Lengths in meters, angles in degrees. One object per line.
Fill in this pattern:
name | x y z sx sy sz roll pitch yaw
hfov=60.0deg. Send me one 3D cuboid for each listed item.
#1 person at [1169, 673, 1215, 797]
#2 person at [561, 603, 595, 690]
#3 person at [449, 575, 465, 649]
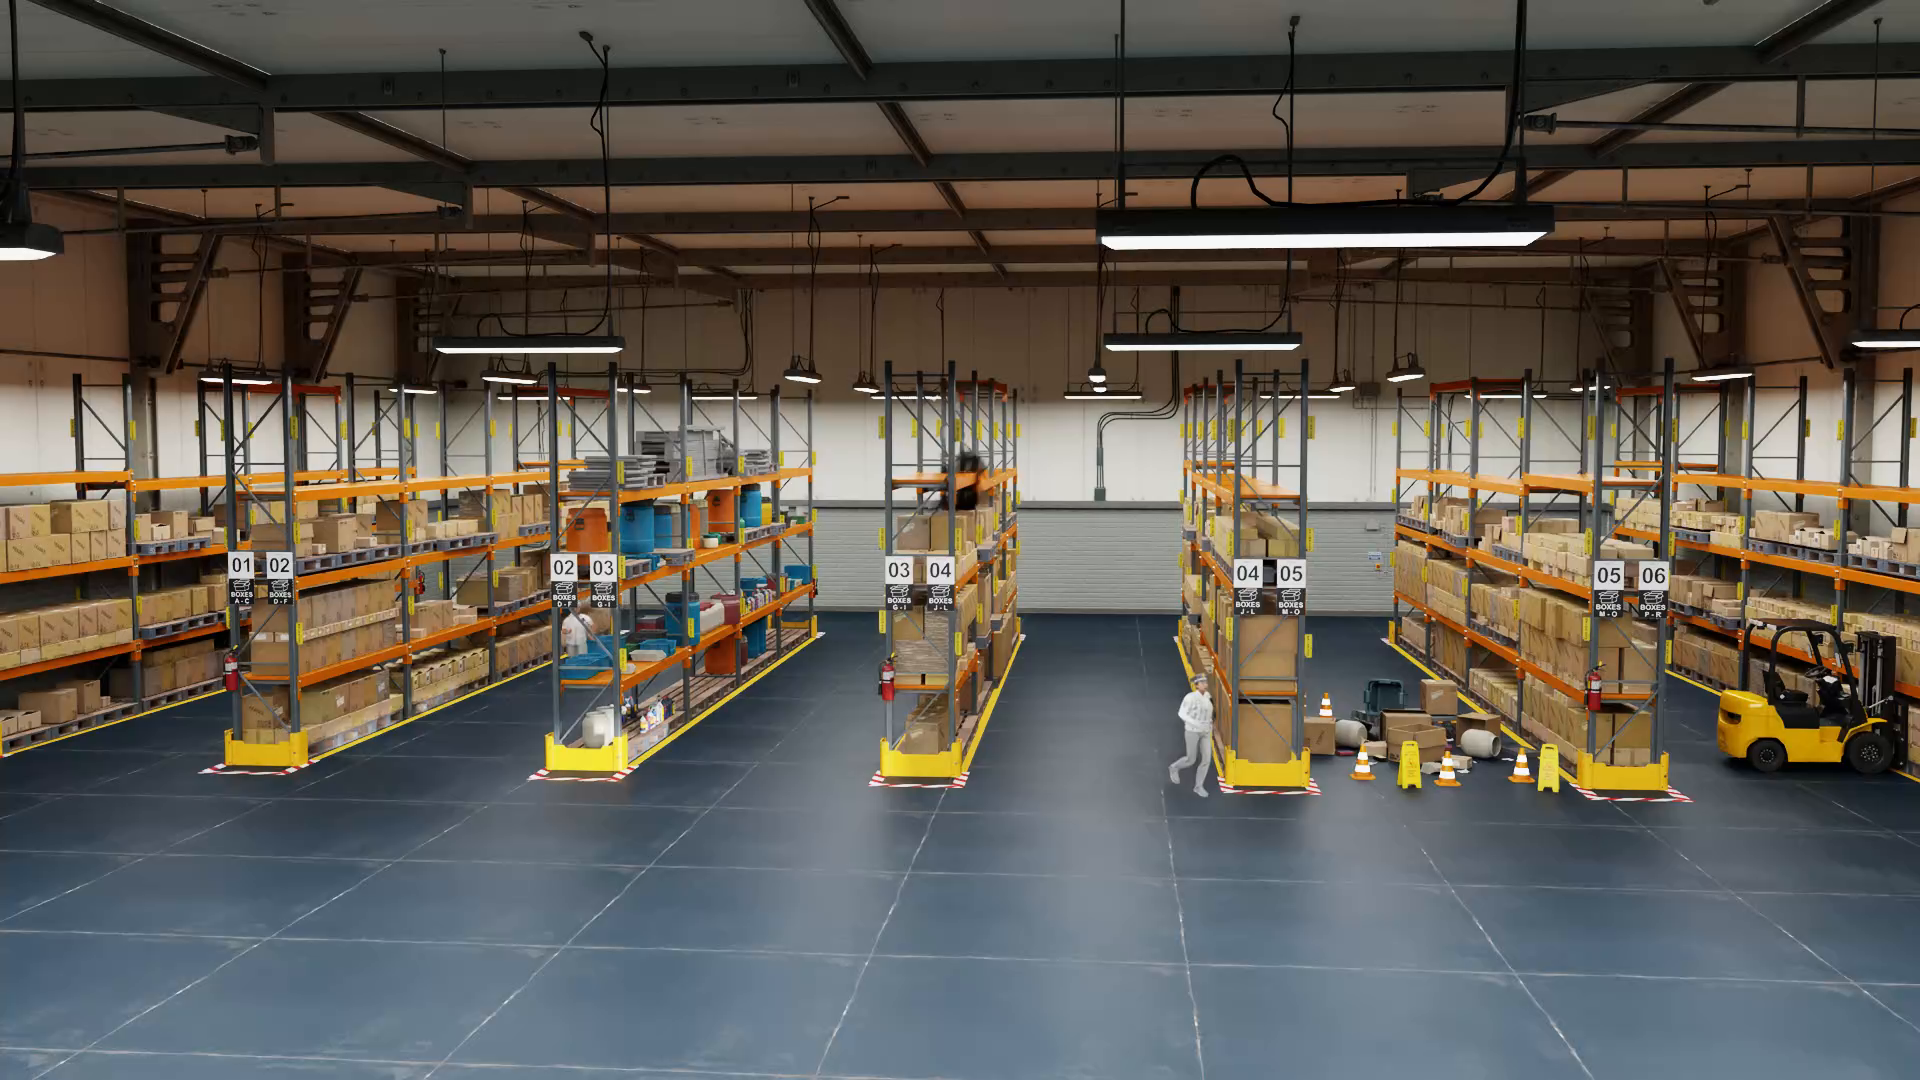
person | 3.278 2.665 23.045 0.634 1.683 0.737 -2 4 -30
person | -7.440 2.029 32.326 0.607 1.651 0.941 0 4 -2
person | -11.099 1.698 36.968 0.681 1.837 0.824 0 4 -5
